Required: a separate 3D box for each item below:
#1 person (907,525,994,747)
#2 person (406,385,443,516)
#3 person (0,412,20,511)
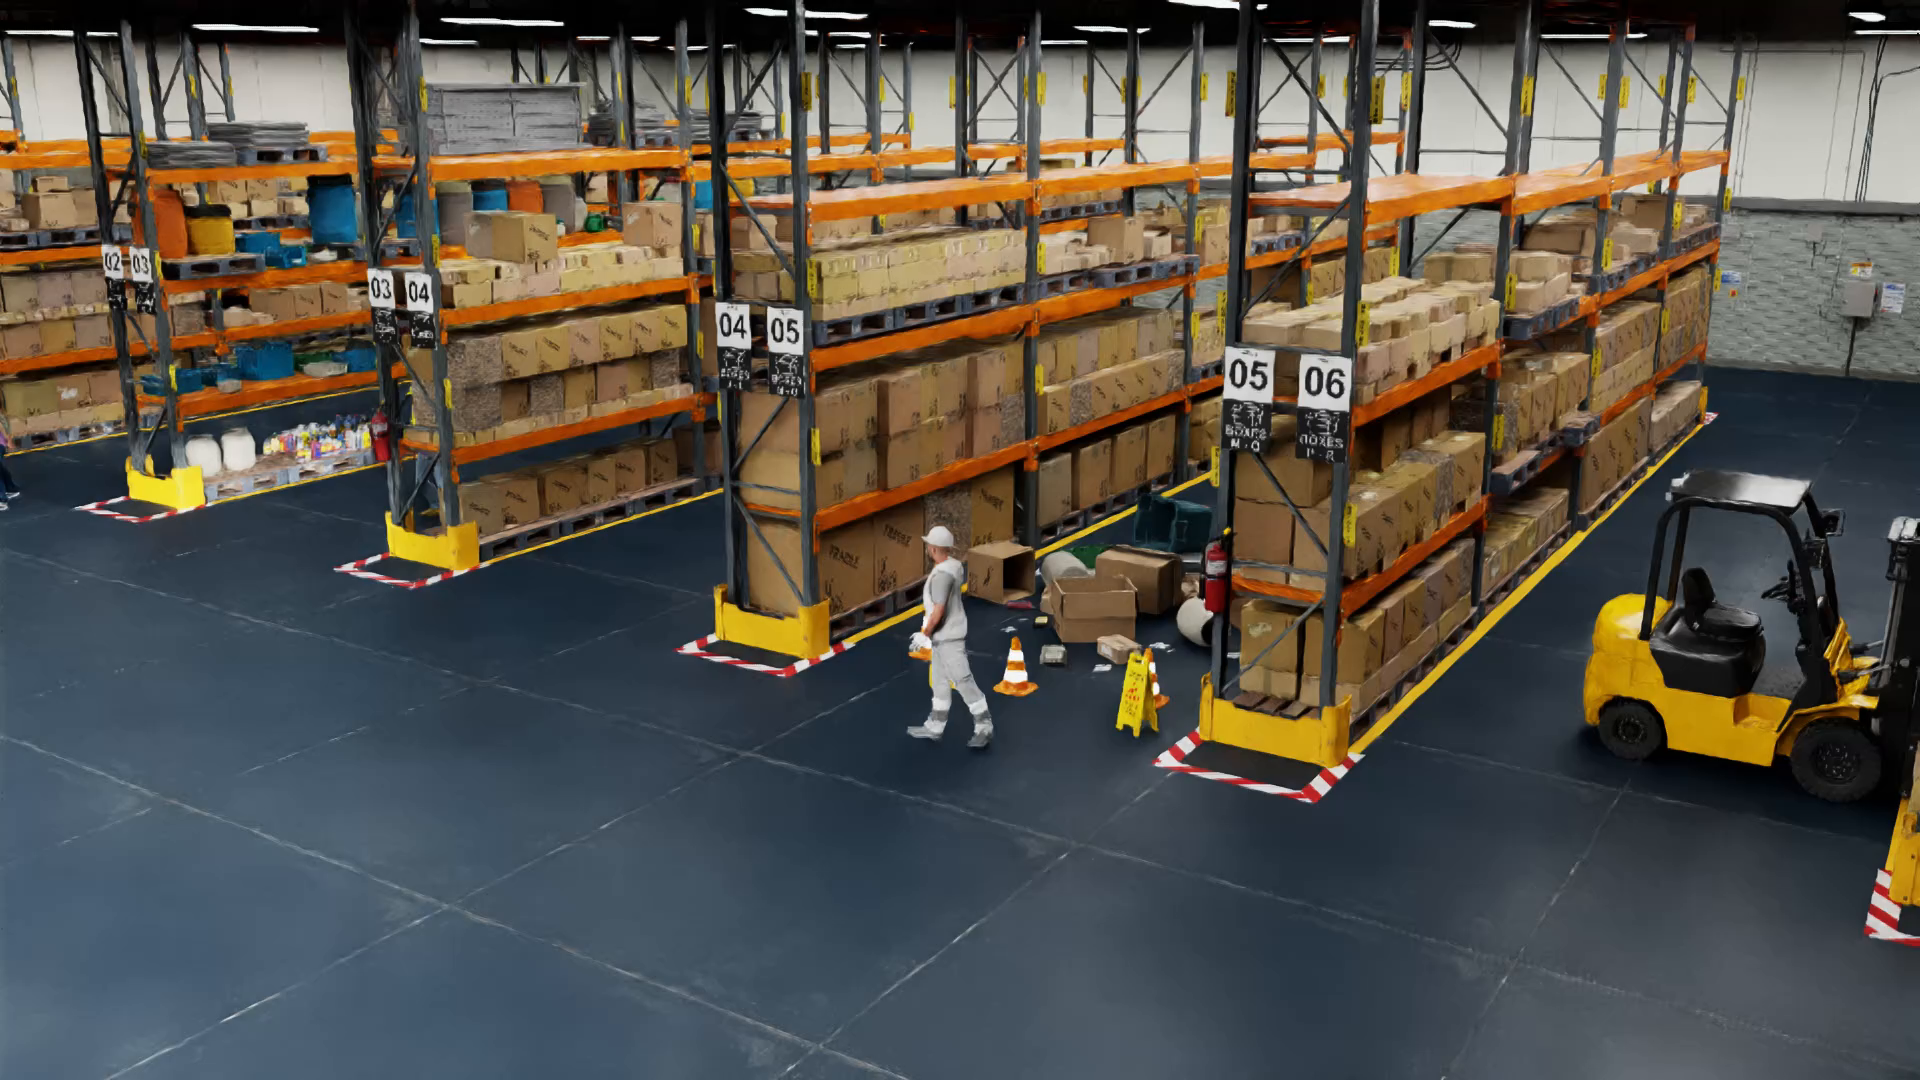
[{"bbox_3d":[-0.083,0.764,13.190,0.711,1.786,0.551,1,16,3],"label":"person"},{"bbox_3d":[-6.313,-1.066,19.887,0.719,1.714,0.578,9,18,30],"label":"person"},{"bbox_3d":[-11.938,-1.172,20.532,0.554,1.525,0.786,4,16,14],"label":"person"}]
